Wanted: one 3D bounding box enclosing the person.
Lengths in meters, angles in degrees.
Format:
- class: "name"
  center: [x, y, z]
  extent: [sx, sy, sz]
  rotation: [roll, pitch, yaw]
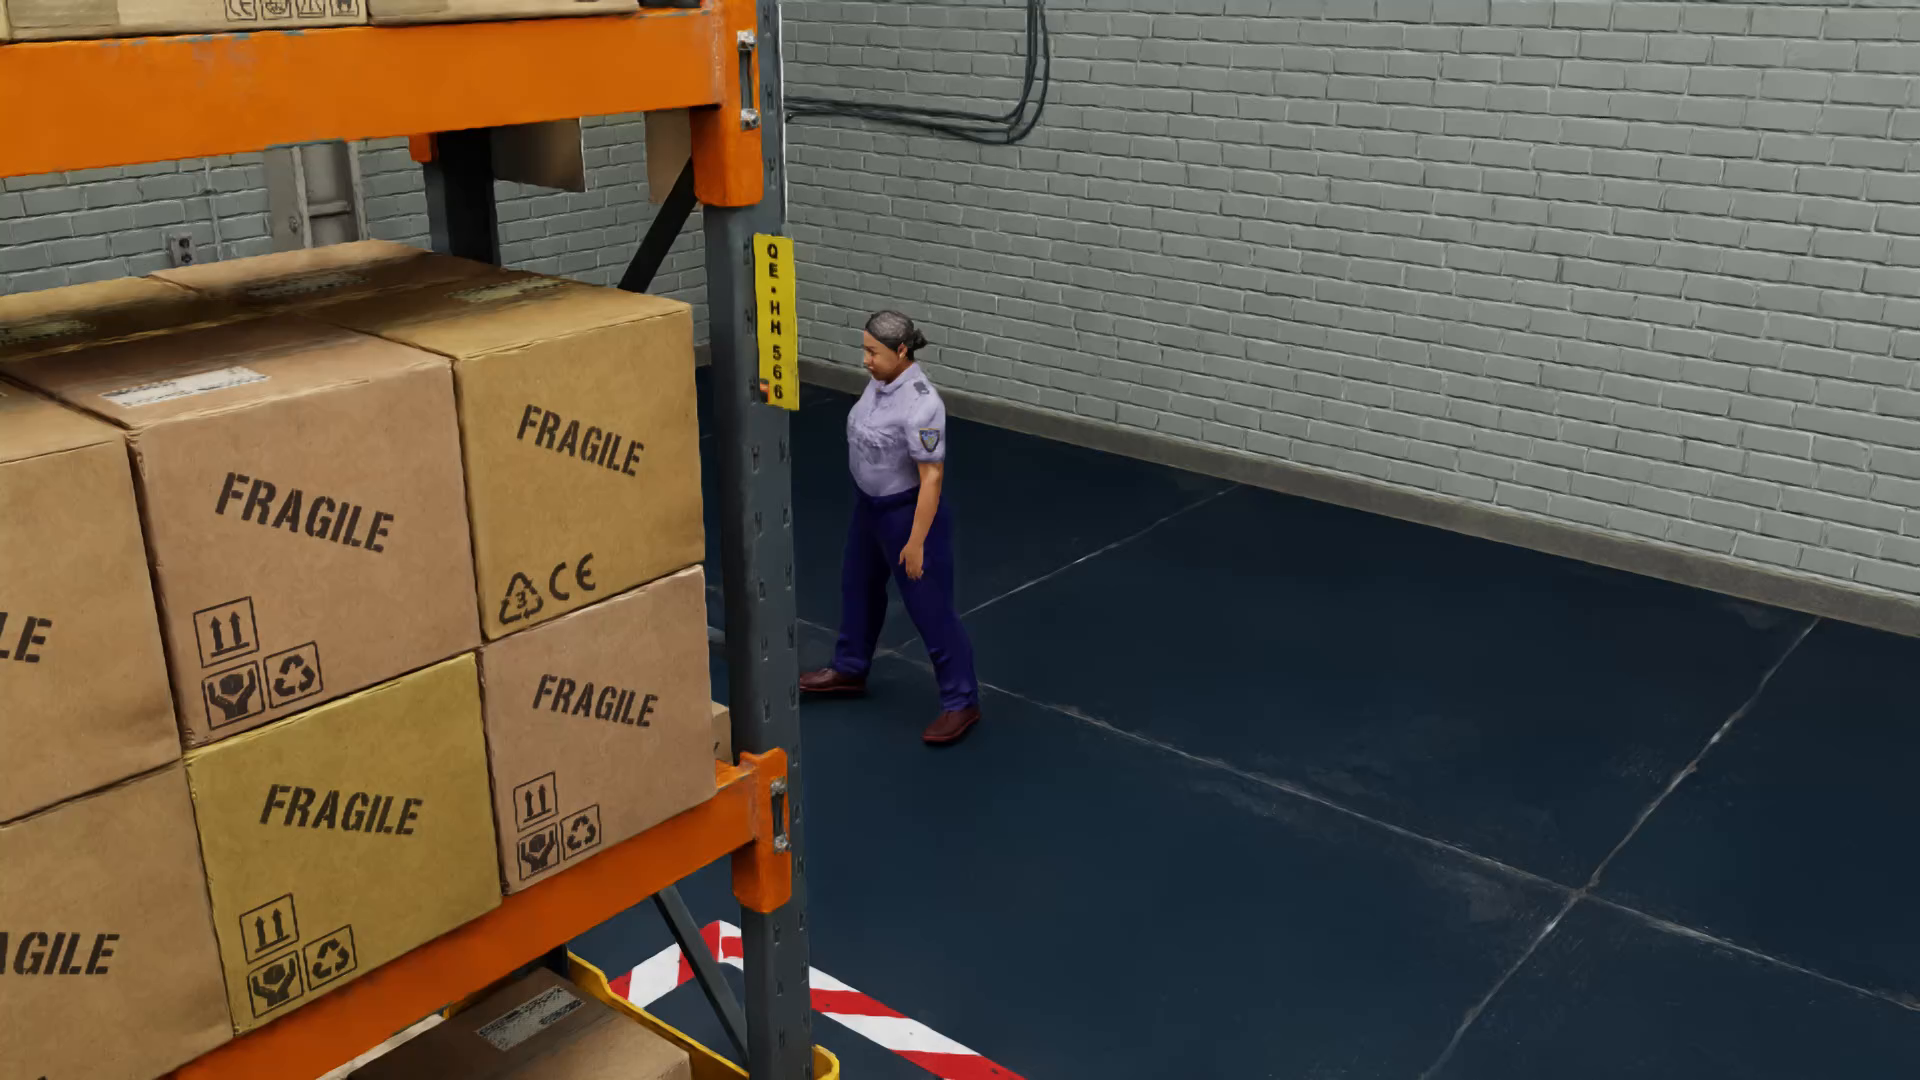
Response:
- class: "person"
  center: [-0.279, -0.079, 6.289]
  extent: [0.610, 1.621, 0.677]
  rotation: [-9, 22, -22]
